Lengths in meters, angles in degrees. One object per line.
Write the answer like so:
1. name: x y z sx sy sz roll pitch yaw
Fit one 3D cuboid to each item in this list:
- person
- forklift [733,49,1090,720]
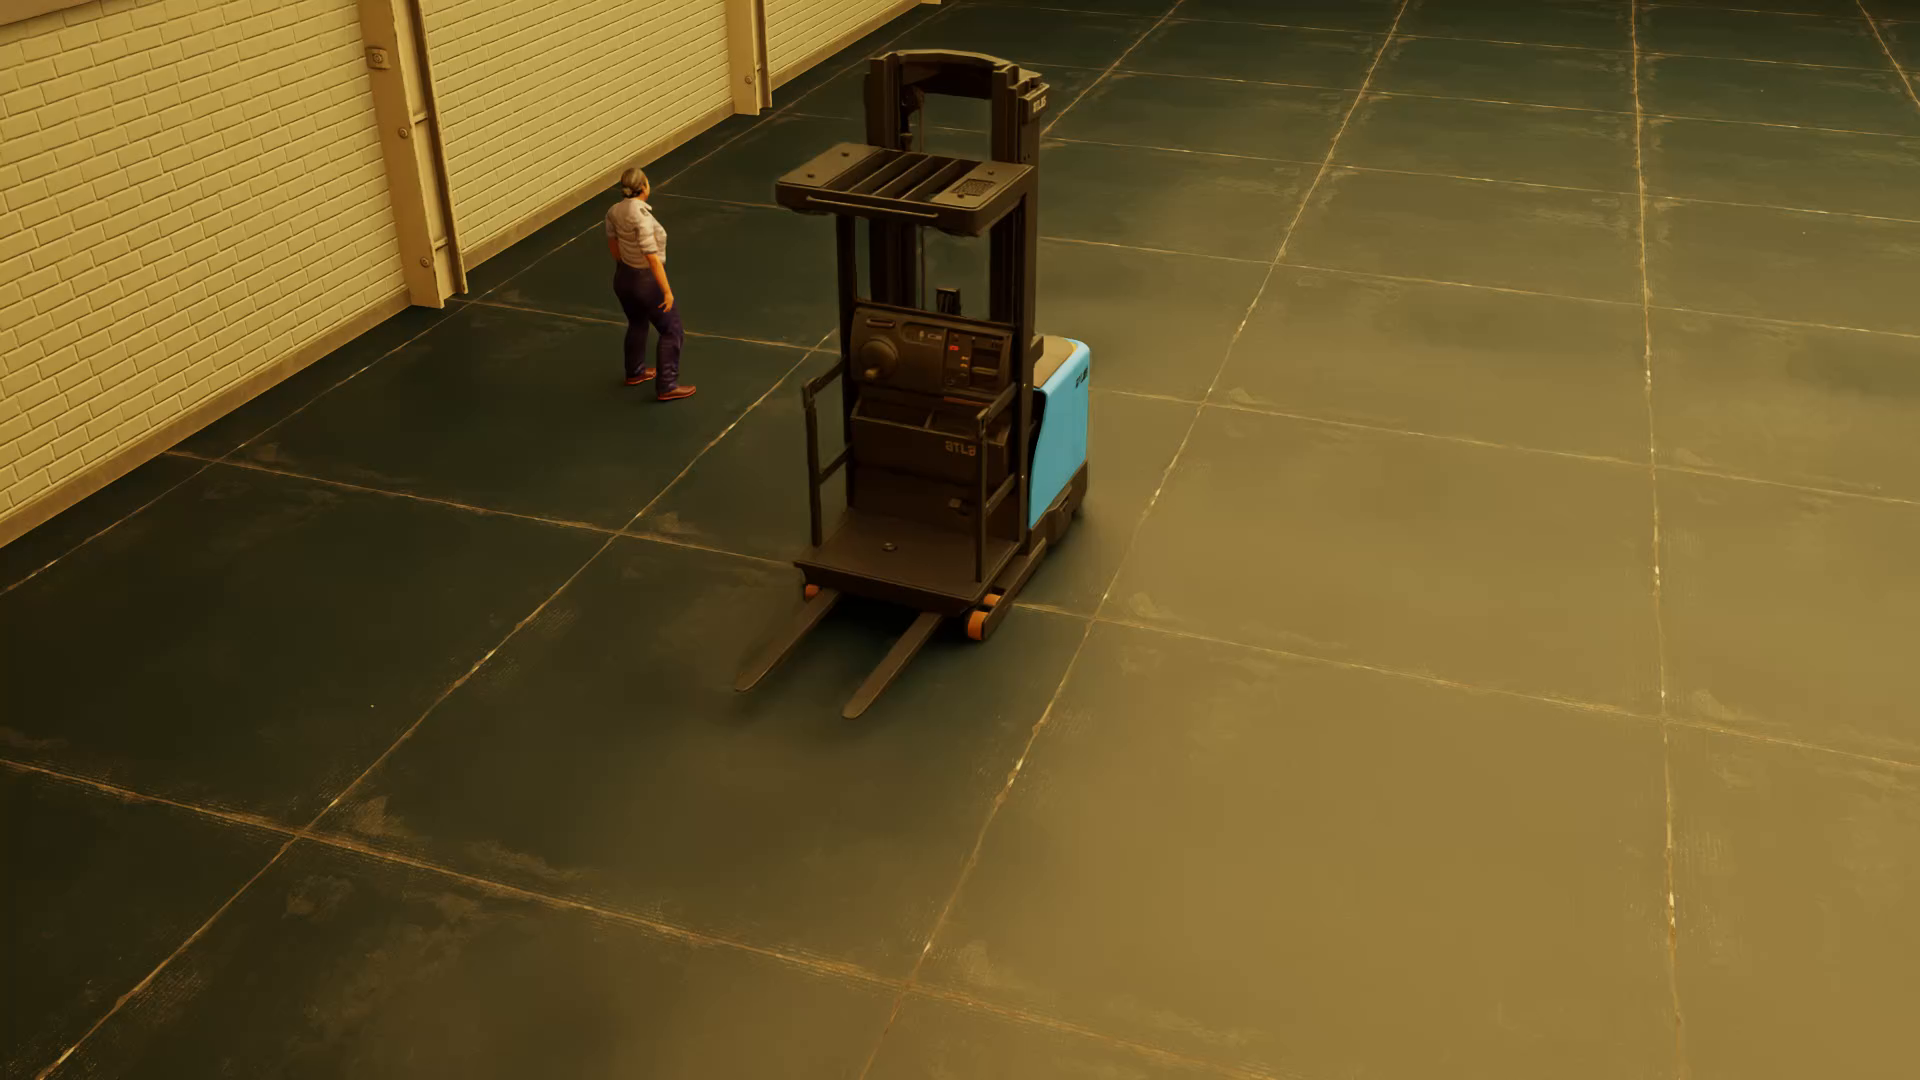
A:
1. person: -2.185 -1.789 11.579 0.636 1.644 0.394 25 38 37
2. forklift: -0.242 -0.959 8.820 1.130 2.935 3.031 12 32 20
